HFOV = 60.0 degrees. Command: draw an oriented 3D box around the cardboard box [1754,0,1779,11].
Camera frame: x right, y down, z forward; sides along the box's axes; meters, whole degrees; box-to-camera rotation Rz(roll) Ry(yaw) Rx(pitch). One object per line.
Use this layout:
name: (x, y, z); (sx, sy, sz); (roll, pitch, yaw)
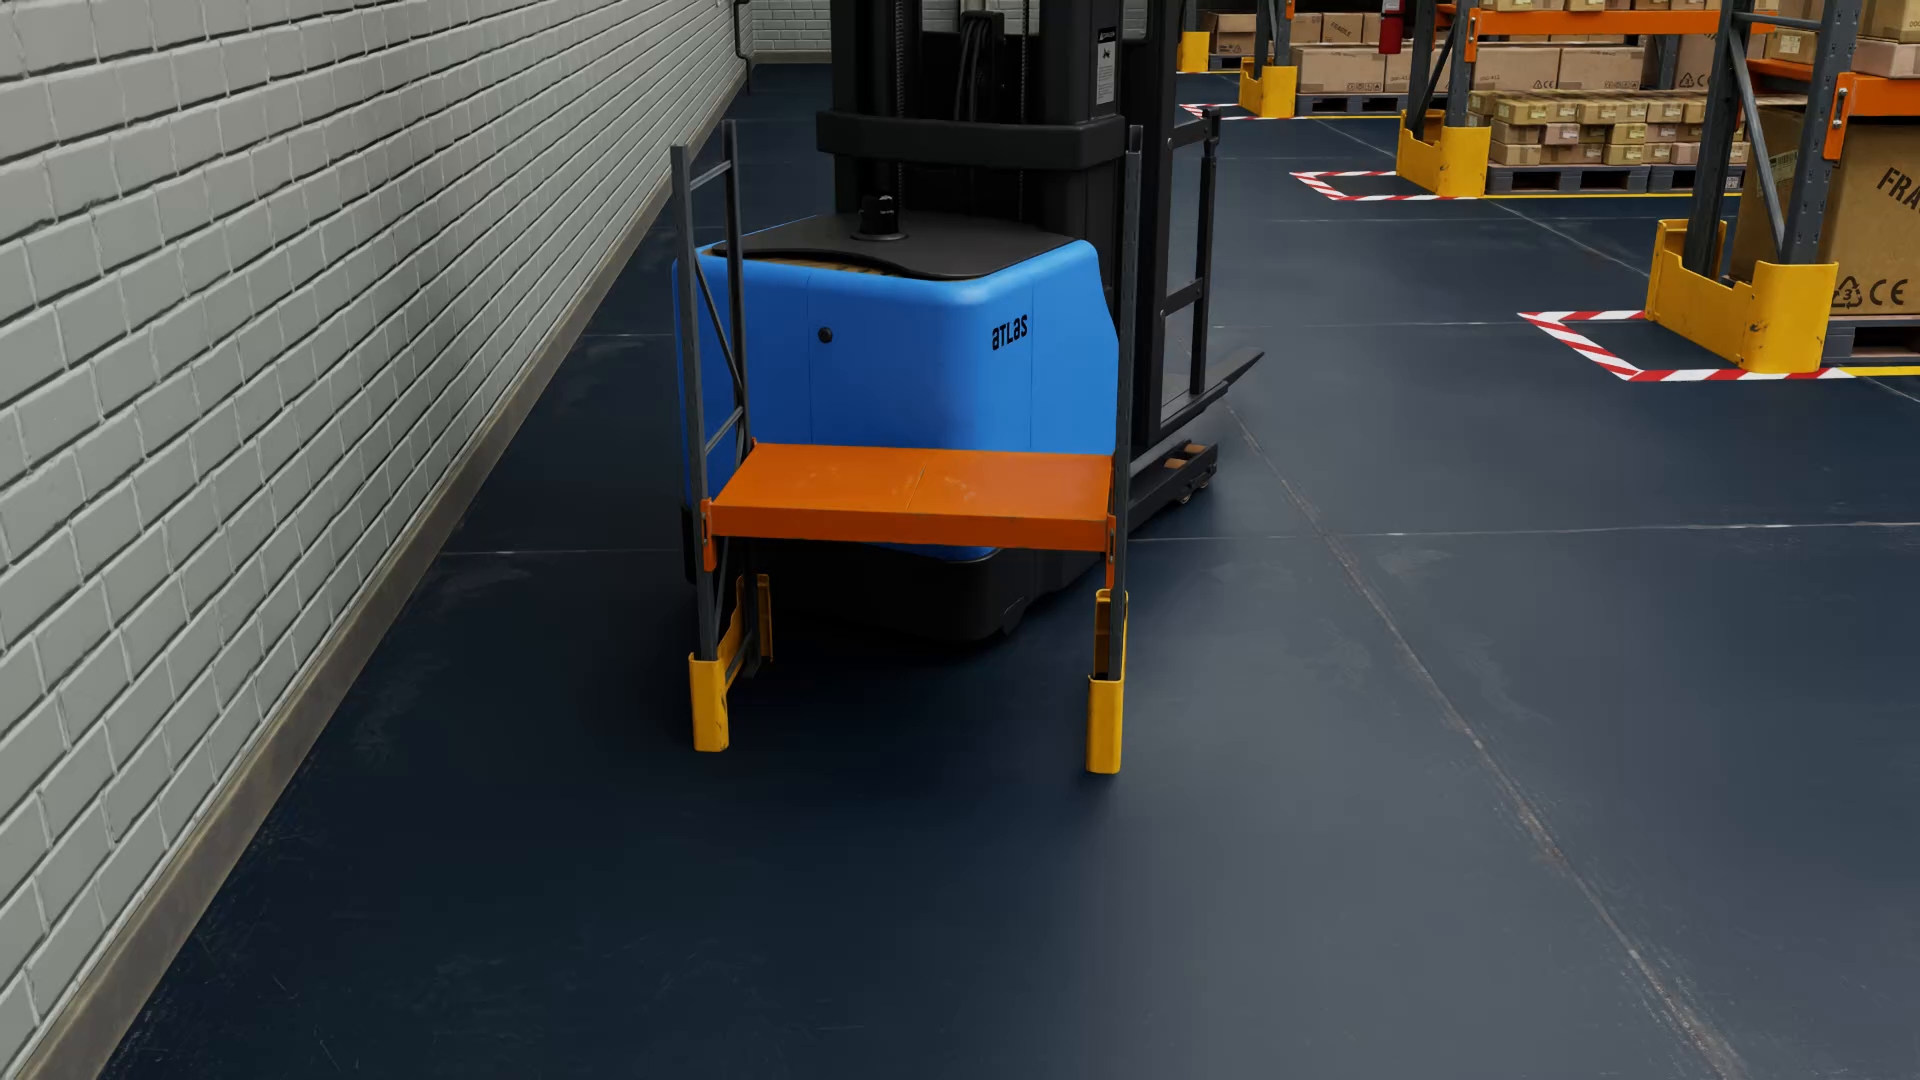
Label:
cardboard box: (5.772, -3.956, 12.148); (0.250, 0.149, 0.380); (-1, 21, -2)

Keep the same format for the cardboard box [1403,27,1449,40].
cardboard box: (6.257, -6.749, 22.320); (0.500, 0.311, 0.500); (0, 21, -1)

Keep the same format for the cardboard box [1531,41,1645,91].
cardboard box: (6.584, -5.000, 17.548); (0.875, 0.438, 0.875); (-1, 21, -4)

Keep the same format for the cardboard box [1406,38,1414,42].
cardboard box: (6.034, -6.534, 21.820); (0.258, 0.266, 0.396); (0, 21, -1)

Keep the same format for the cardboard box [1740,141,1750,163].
cardboard box: (5.931, -2.952, 12.575); (0.250, 0.149, 0.380); (-1, 21, -2)

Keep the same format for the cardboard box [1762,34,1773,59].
cardboard box: (8.733, -5.241, 17.567); (0.875, 0.875, 0.875); (-1, 21, -1)

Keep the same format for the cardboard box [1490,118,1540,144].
cardboard box: (4.145, -3.060, 12.442); (0.250, 0.149, 0.380); (0, 21, -1)

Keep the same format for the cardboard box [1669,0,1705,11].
cardboard box: (5.243, -3.963, 12.167); (0.250, 0.149, 0.380); (-2, 21, -4)

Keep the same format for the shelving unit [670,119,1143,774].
shelving unit: (-0.110, -0.248, 4.164); (1.083, 1.500, 0.587); (2, 21, 6)

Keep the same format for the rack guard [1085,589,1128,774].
rack guard: (0.385, 0.356, 4.334); (0.087, 0.250, 0.587); (2, 21, 6)

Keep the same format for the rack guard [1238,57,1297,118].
rack guard: (3.199, -4.726, 17.331); (0.348, 0.500, 1.175); (-1, 21, -3)

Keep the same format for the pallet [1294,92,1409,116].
pallet: (4.017, -4.635, 17.499); (1.213, 0.211, 1.003); (-1, 21, -3)

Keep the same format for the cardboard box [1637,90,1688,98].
cardboard box: (5.423, -3.390, 12.889); (0.250, 0.149, 0.380); (-2, 21, -5)

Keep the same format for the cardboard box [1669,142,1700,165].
cardboard box: (5.417, -2.920, 12.492); (0.250, 0.149, 0.380); (-2, 21, -6)

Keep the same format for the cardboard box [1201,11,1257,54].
cardboard box: (3.552, -6.666, 21.832); (0.637, 0.503, 0.797); (-2, 21, -5)

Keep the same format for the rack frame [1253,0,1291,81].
rack frame: (3.223, -5.894, 16.887); (0.127, 3.000, 1.000); (-1, 21, -3)

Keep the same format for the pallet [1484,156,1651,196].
pallet: (4.496, -2.840, 12.784); (1.213, 0.211, 1.003); (-1, 21, -3)

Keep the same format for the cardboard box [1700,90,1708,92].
cardboard box: (5.931, -3.396, 12.906); (0.250, 0.149, 0.380); (-2, 21, -5)

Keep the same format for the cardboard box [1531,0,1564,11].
cardboard box: (4.201, -3.931, 12.082); (0.250, 0.149, 0.380); (0, 21, -1)

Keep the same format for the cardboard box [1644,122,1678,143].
cardboard box: (5.182, -3.088, 12.515); (0.250, 0.149, 0.380); (-2, 21, -6)

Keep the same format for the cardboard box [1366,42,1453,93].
cardboard box: (4.790, -4.964, 17.453); (0.875, 0.438, 0.875); (-1, 21, -2)

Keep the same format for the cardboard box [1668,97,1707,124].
cardboard box: (5.462, -3.204, 12.400); (0.250, 0.149, 0.380); (-1, 21, -2)

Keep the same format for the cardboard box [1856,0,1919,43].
cardboard box: (4.284, -2.357, 7.388); (0.500, 0.250, 0.500); (-2, 21, -4)

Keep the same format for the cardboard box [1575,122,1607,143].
cardboard box: (4.660, -3.082, 12.499); (0.250, 0.149, 0.380); (-1, 21, -2)

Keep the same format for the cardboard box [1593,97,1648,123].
cardboard box: (4.919, -3.212, 12.423); (0.250, 0.149, 0.380); (-2, 21, -6)

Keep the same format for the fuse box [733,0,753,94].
fuse box: (-2.379, -5.919, 18.761); (0.414, 1.711, 0.539); (-1, 21, -3)

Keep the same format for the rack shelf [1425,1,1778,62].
rack shelf: (5.604, -3.842, 12.509); (4.000, 0.370, 1.077); (-1, 21, -3)

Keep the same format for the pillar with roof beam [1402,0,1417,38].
pillar with roof beam: (6.429, -9.319, 17.451); (0.400, 9.000, 9.100); (-1, 21, -3)

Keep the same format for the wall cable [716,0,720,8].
wall cable: (-2.405, -6.261, 16.378); (0.123, 1.953, 0.585); (-1, 21, -3)

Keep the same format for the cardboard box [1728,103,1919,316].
cardboard box: (4.423, -1.619, 8.053); (0.875, 0.875, 0.875); (-1, 21, -3)

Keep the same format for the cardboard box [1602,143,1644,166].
cardboard box: (4.914, -2.907, 12.457); (0.250, 0.149, 0.380); (-1, 21, -2)

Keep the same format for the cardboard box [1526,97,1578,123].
cardboard box: (4.418, -3.218, 12.438); (0.250, 0.149, 0.380); (-1, 21, -2)

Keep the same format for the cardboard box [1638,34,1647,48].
cardboard box: (8.973, -6.728, 21.999); (0.500, 0.500, 0.500); (-2, 21, -5)

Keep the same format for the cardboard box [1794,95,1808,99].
cardboard box: (6.495, -3.257, 12.540); (0.250, 0.149, 0.380); (0, 21, -1)

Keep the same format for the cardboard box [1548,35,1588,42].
cardboard box: (7.957, -6.711, 21.955); (0.500, 0.500, 0.500); (-1, 21, -4)

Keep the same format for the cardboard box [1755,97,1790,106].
cardboard box: (5.962, -3.209, 12.414); (0.250, 0.149, 0.380); (-2, 21, -5)

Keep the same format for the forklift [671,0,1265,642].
forklift: (0.296, -1.565, 5.612); (1.130, 2.935, 3.031); (11, 23, 26)

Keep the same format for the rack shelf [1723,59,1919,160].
rack shelf: (5.786, -2.078, 7.875); (4.000, 0.370, 1.077); (-1, 21, -3)

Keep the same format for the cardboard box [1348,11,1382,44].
cardboard box: (5.444, -6.689, 21.897); (0.500, 0.500, 0.700); (-2, 21, -5)

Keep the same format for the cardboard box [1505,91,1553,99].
cardboard box: (4.375, -3.365, 12.825); (0.250, 0.149, 0.380); (-1, 21, -2)

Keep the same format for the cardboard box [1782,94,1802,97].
cardboard box: (6.457, -3.407, 12.935); (0.250, 0.149, 0.380); (-2, 21, -4)

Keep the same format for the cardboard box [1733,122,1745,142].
cardboard box: (5.721, -3.110, 12.573); (0.250, 0.149, 0.380); (0, 21, -1)

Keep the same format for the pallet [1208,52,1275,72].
pallet: (3.808, -6.372, 22.062); (1.213, 0.211, 1.003); (-1, 21, -3)

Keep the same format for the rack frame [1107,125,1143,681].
rack frame: (0.404, -0.227, 4.109); (0.032, 1.500, 0.500); (2, 21, 6)

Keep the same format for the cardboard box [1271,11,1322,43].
cardboard box: (4.408, -6.668, 21.842); (0.500, 0.500, 0.700); (0, 21, -1)

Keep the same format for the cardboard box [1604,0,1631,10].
cardboard box: (4.723, -3.971, 12.188); (0.250, 0.149, 0.380); (0, 21, -1)

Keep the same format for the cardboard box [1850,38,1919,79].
cardboard box: (4.162, -2.147, 7.396); (0.250, 0.149, 0.380); (-1, 21, -2)

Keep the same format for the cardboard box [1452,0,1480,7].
cardboard box: (3.916, -4.128, 12.600); (0.250, 0.149, 0.380); (-1, 21, -3)

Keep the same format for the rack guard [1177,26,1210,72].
rack guard: (3.012, -6.491, 21.967); (0.348, 0.500, 1.175); (-1, 21, -3)

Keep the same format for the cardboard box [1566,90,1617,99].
cardboard box: (4.888, -3.399, 12.912); (0.250, 0.149, 0.380); (-2, 21, -5)

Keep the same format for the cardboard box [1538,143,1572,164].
cardboard box: (4.405, -2.933, 12.526); (0.250, 0.149, 0.380); (-1, 21, -3)

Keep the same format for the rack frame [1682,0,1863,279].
rack frame: (3.789, -2.374, 7.641); (0.127, 3.000, 1.000); (-1, 21, -3)

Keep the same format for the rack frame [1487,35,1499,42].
rack frame: (6.930, -7.739, 21.732); (0.127, 3.000, 1.000); (-1, 21, -3)

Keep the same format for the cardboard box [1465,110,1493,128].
cardboard box: (4.117, -3.253, 12.948); (0.250, 0.149, 0.380); (-2, 21, -5)
